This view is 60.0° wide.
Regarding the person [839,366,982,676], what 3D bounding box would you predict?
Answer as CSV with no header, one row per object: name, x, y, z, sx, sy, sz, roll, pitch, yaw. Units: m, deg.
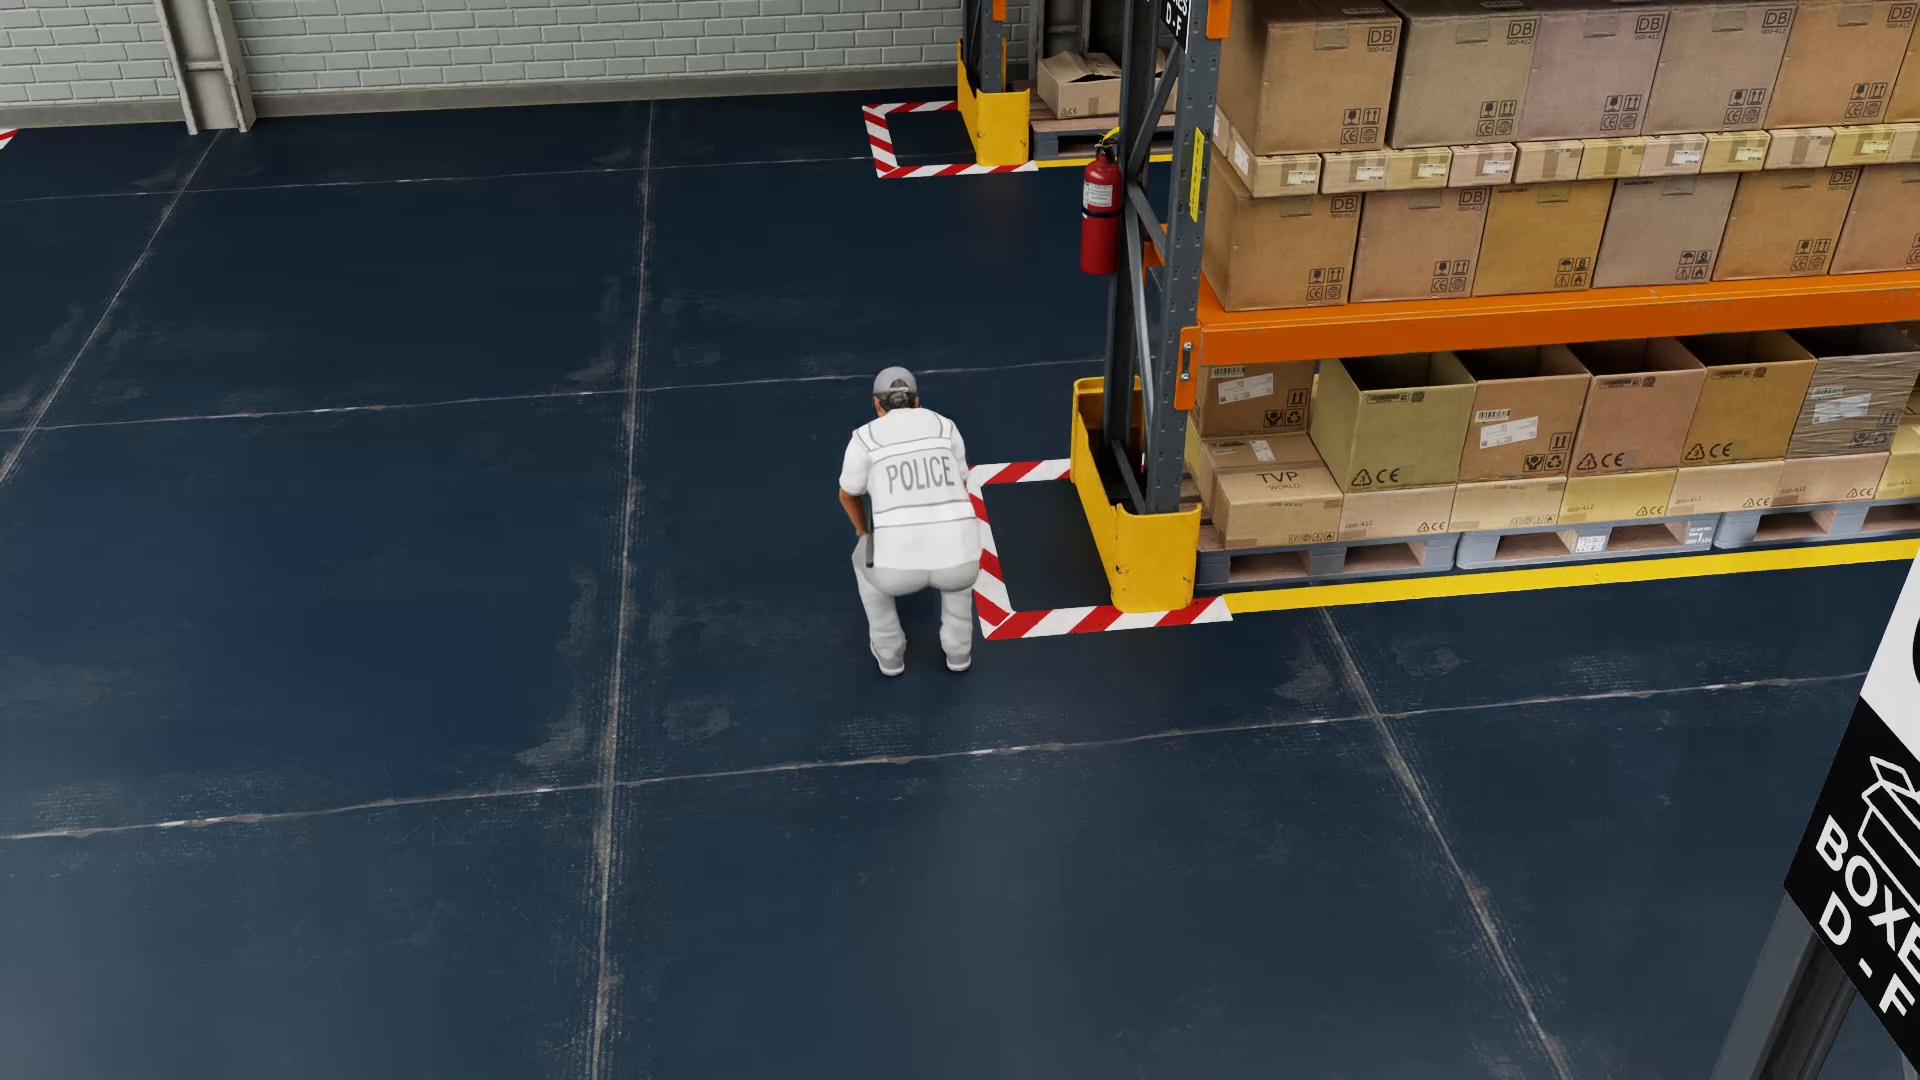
person,-0.198,-0.039,6.645,0.541,1.158,0.817,-4,35,-6
